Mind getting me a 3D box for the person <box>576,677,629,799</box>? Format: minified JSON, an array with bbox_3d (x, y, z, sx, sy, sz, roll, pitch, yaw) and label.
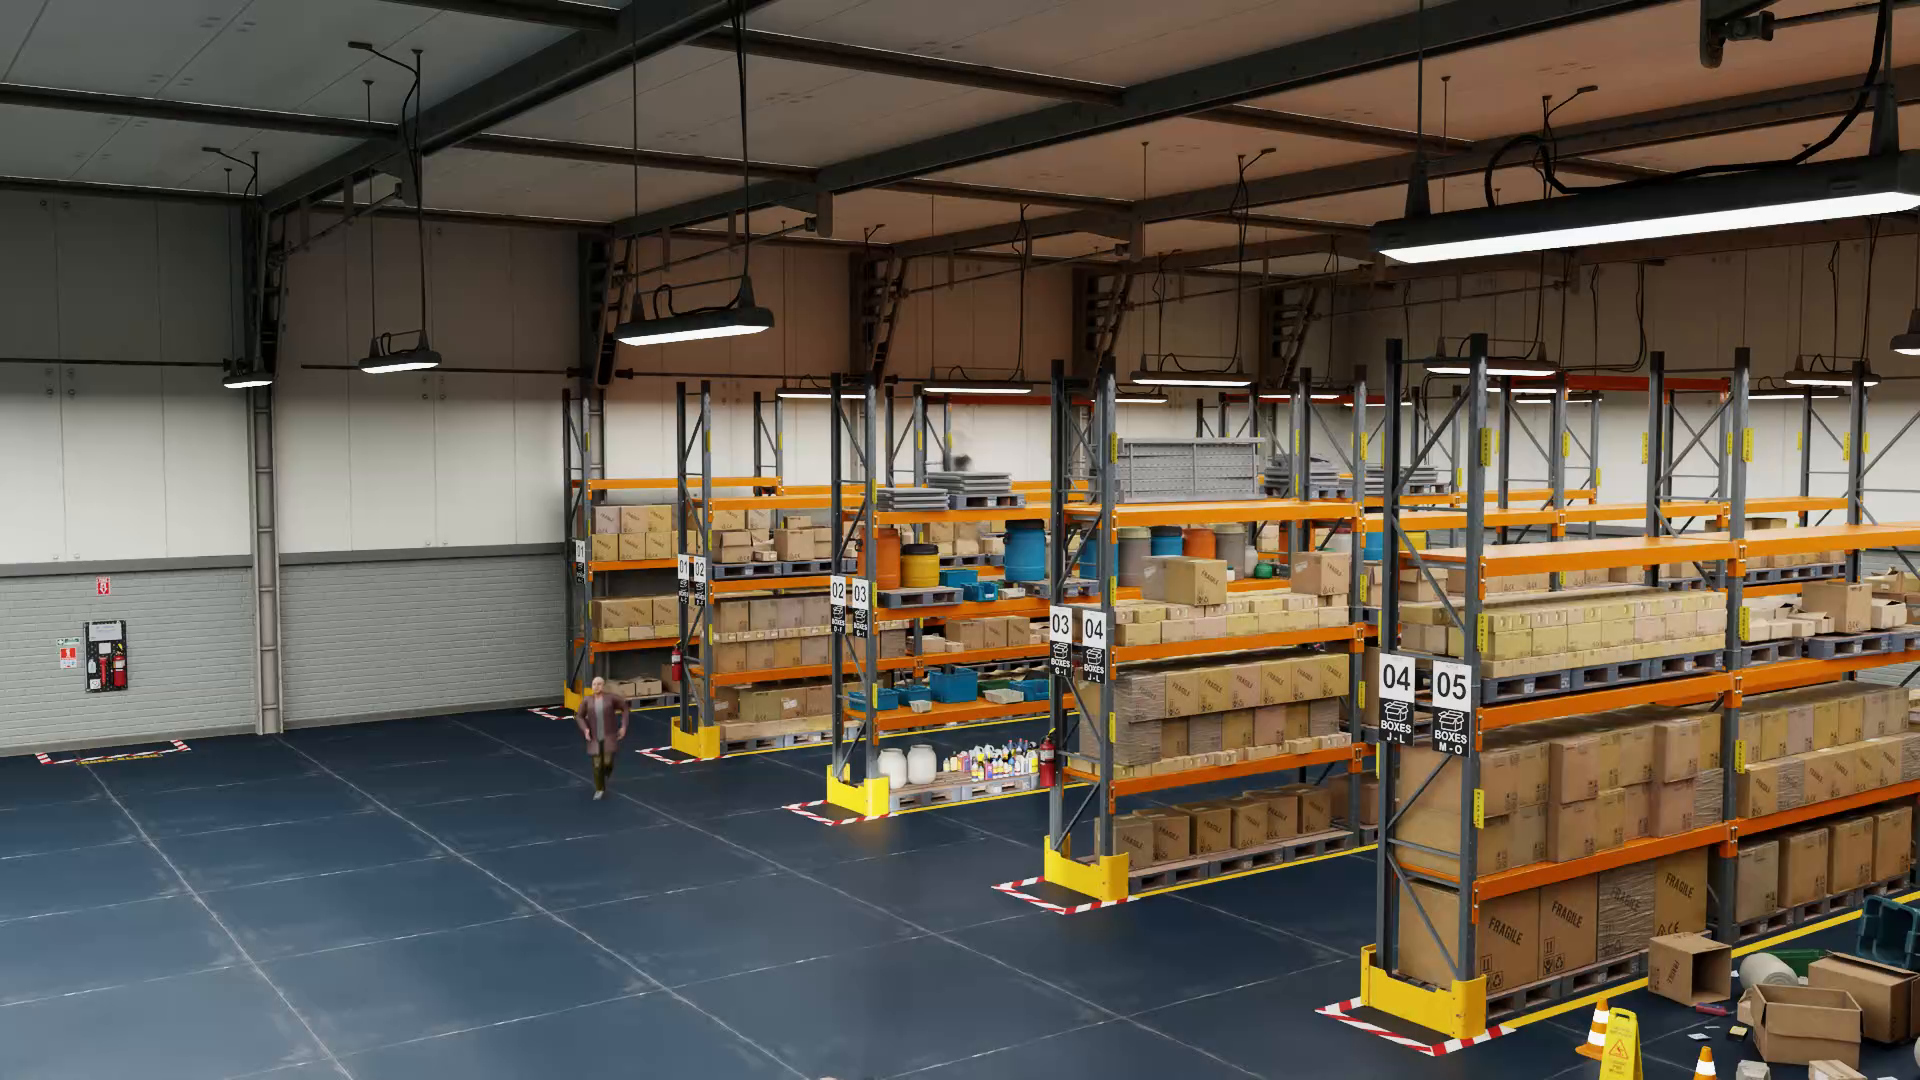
[{"bbox_3d":[-5.060,2.795,23.511,0.734,1.740,0.700,0,4,-4],"label":"person"}]
